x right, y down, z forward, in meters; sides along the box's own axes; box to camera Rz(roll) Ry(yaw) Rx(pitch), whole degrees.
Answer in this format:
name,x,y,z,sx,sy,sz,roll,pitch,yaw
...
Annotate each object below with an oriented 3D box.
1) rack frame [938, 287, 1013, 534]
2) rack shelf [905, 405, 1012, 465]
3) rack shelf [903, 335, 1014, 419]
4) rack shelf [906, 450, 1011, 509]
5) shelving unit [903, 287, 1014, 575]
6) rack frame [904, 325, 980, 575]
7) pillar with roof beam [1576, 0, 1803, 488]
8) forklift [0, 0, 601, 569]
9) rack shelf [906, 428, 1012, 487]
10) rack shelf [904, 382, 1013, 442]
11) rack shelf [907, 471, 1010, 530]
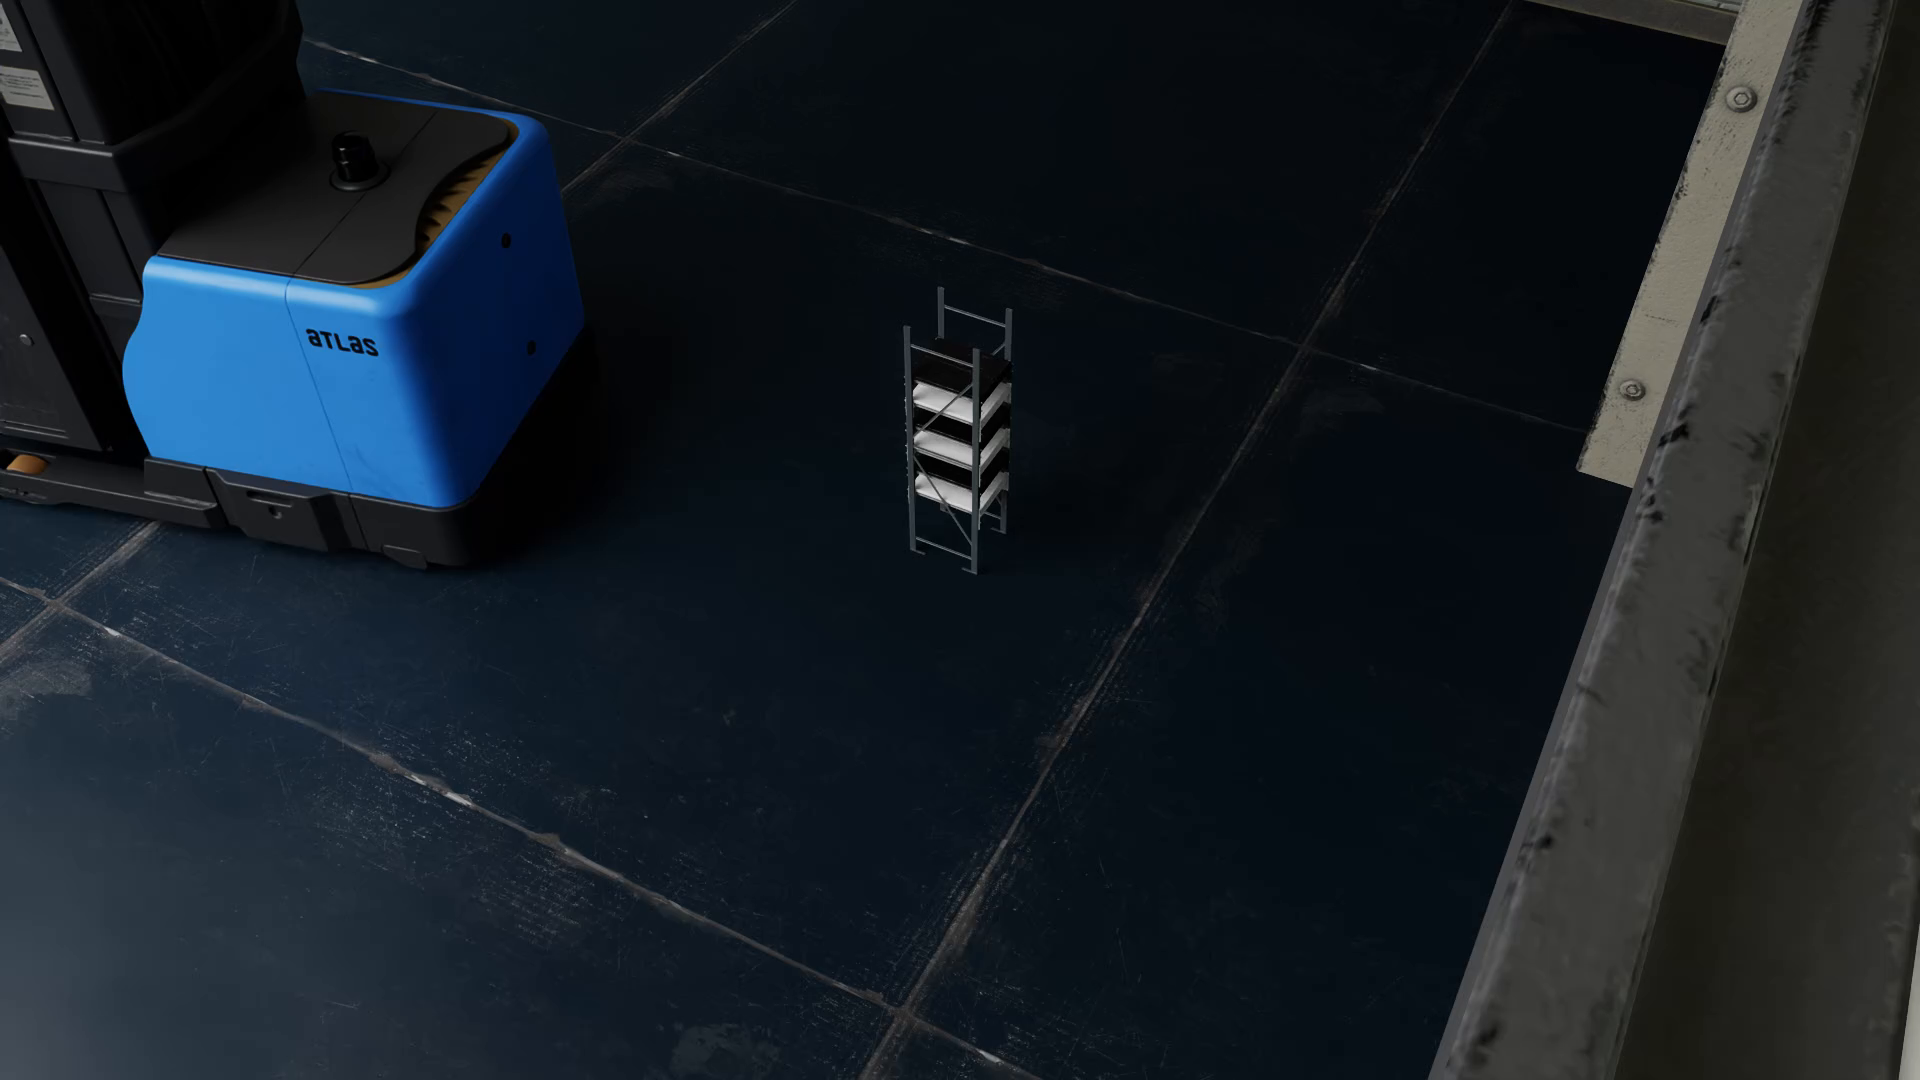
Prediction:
name,x,y,z,sx,sy,sz,roll,pitch,yaw
rack frame,0.043,-0.375,5.084,0.240,0.900,0.006,20,49,19
rack shelf,-0.004,-0.351,4.980,0.258,0.077,0.200,20,49,19
rack shelf,-0.004,-0.478,4.852,0.258,0.077,0.200,20,49,19
rack shelf,-0.004,-0.225,5.108,0.258,0.077,0.200,20,49,19
shelving unit,-0.004,-0.311,5.020,0.258,0.900,0.210,20,49,19
rack frame,-0.051,-0.247,4.957,0.240,0.900,0.006,20,49,19
pillar with roof beam,-1.521,-4.895,3.856,9.100,9.000,0.400,20,49,19
forklift,-2.829,-1.501,4.768,3.031,2.935,1.130,10,46,10
rack shelf,-0.004,-0.288,5.044,0.258,0.077,0.200,20,49,19
rack shelf,-0.004,-0.414,4.916,0.258,0.077,0.200,20,49,19
rack shelf,-0.004,-0.161,5.172,0.258,0.077,0.200,20,49,19
